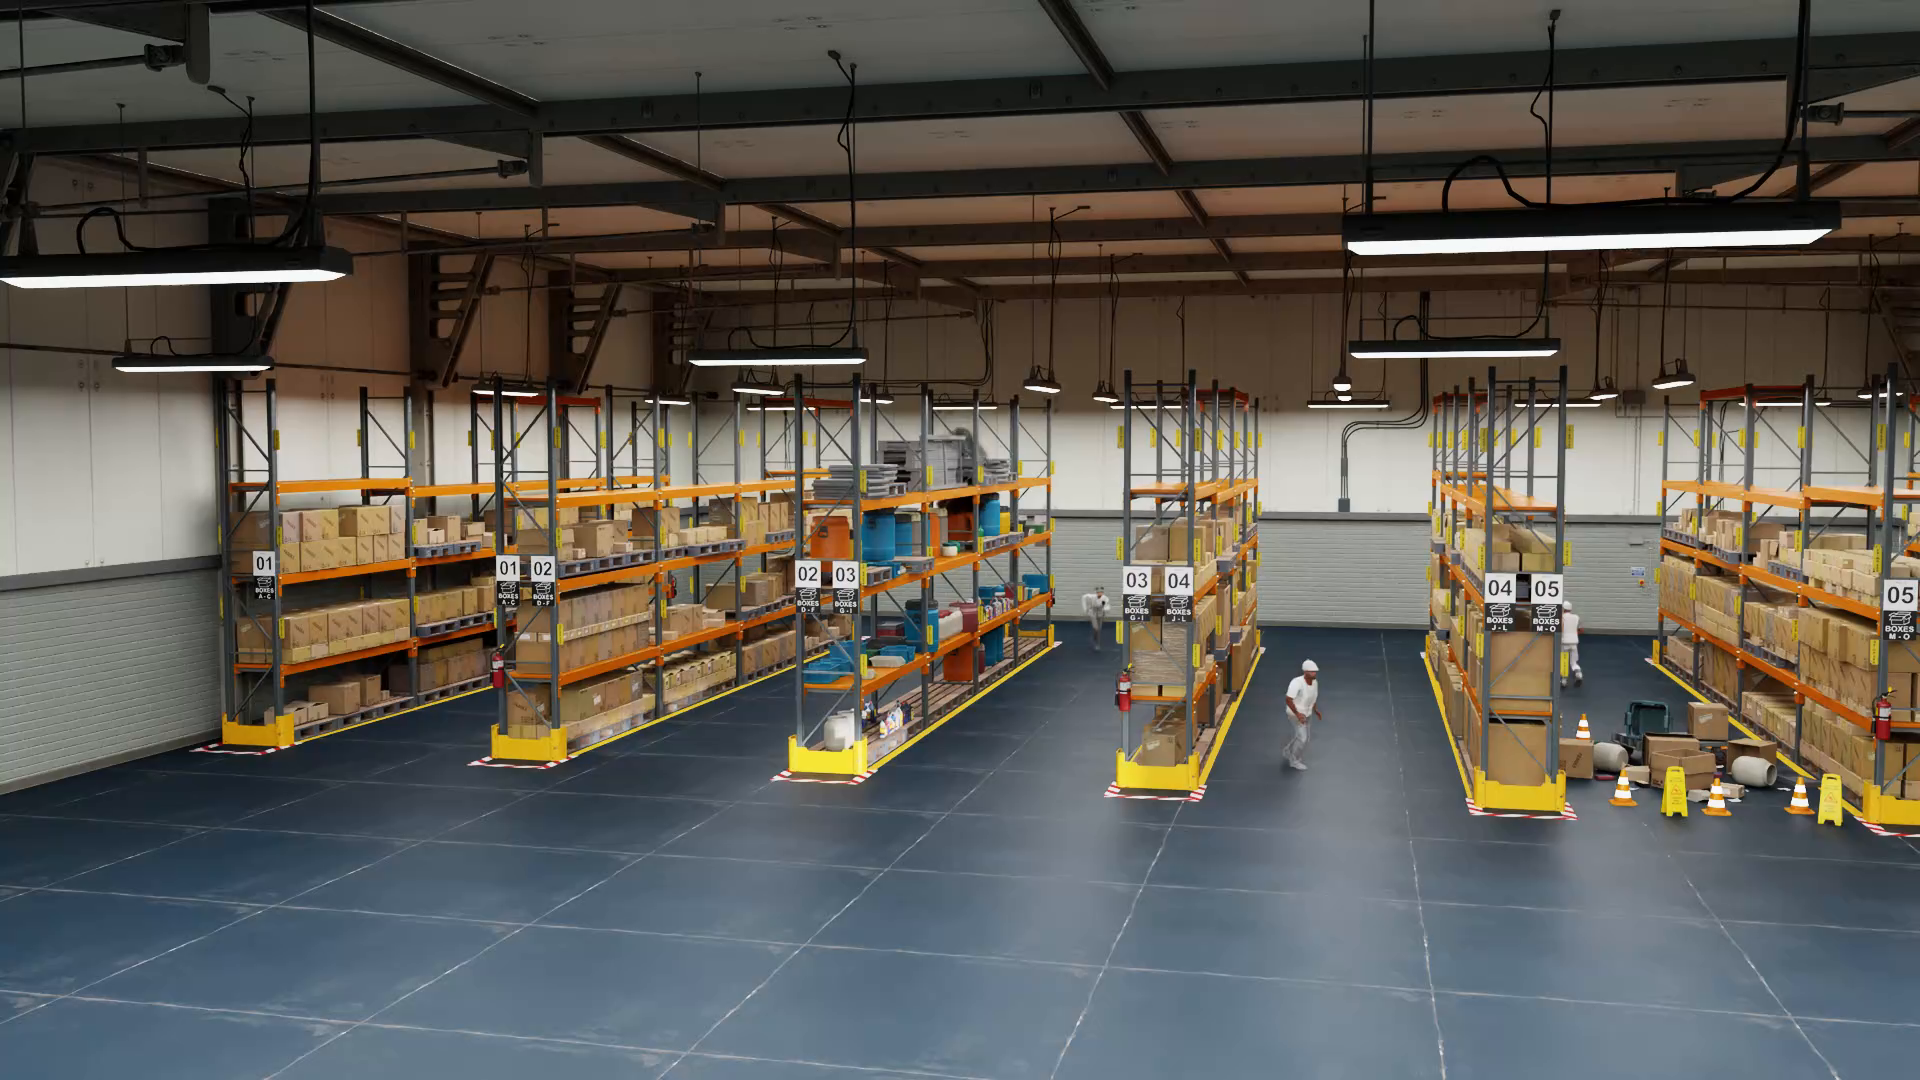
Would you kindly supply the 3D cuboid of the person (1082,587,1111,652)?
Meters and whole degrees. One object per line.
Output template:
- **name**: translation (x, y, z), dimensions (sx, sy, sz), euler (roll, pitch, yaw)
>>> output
- **person**: translation (3.228, 1.872, 39.564), dimensions (0.645, 1.594, 0.937), euler (-1, 3, -8)

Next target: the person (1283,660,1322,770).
- **person**: translation (5.136, 2.648, 25.270), dimensions (0.667, 1.692, 0.829), euler (-3, 4, -38)

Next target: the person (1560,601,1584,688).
- **person**: translation (12.290, 2.122, 33.507), dimensions (0.670, 1.747, 0.903), euler (0, 3, -2)
